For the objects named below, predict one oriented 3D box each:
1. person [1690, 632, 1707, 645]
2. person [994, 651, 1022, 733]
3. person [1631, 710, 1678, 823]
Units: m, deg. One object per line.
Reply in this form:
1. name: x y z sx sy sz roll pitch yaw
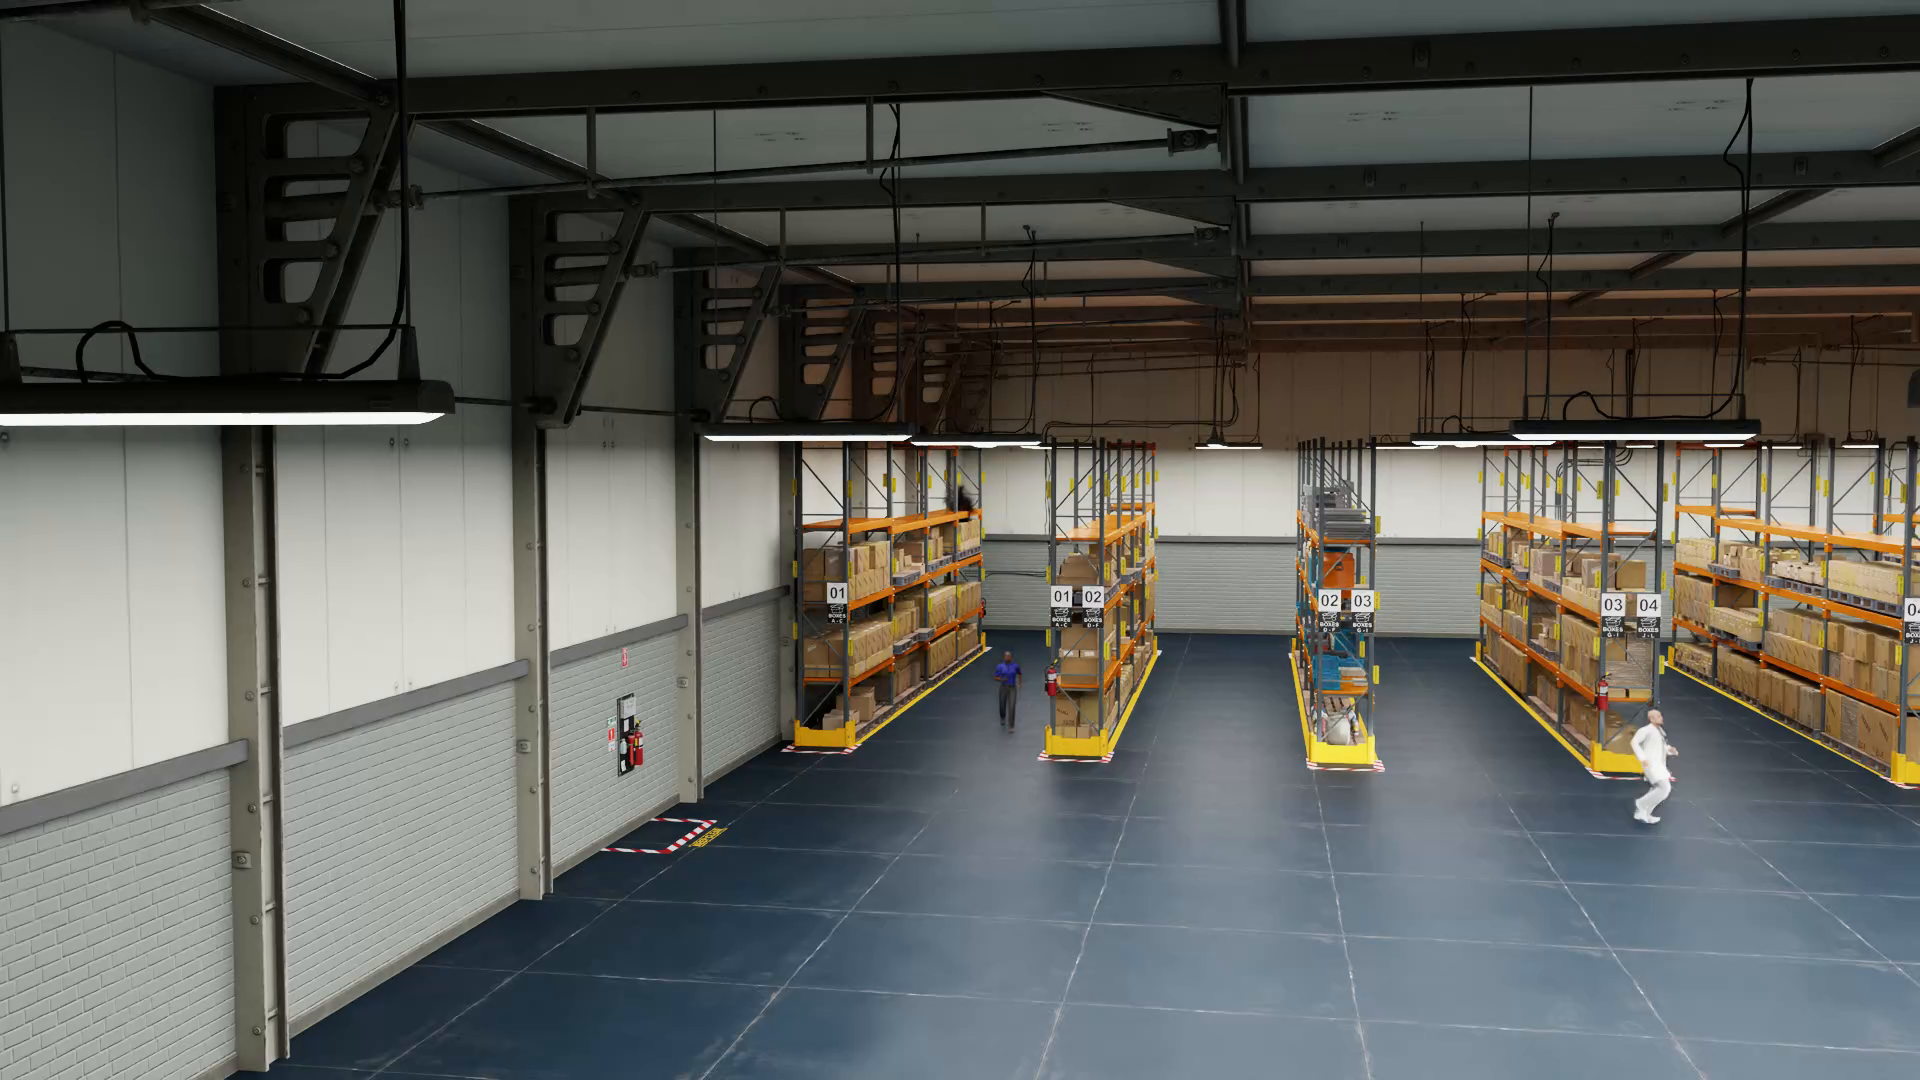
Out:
1. person: 20.426 2.467 45.706 0.661 1.695 0.853 2 3 29
2. person: 0.990 3.088 34.077 0.588 1.633 0.893 0 3 -1
3. person: 10.687 3.509 25.546 0.609 1.701 0.765 3 4 44
